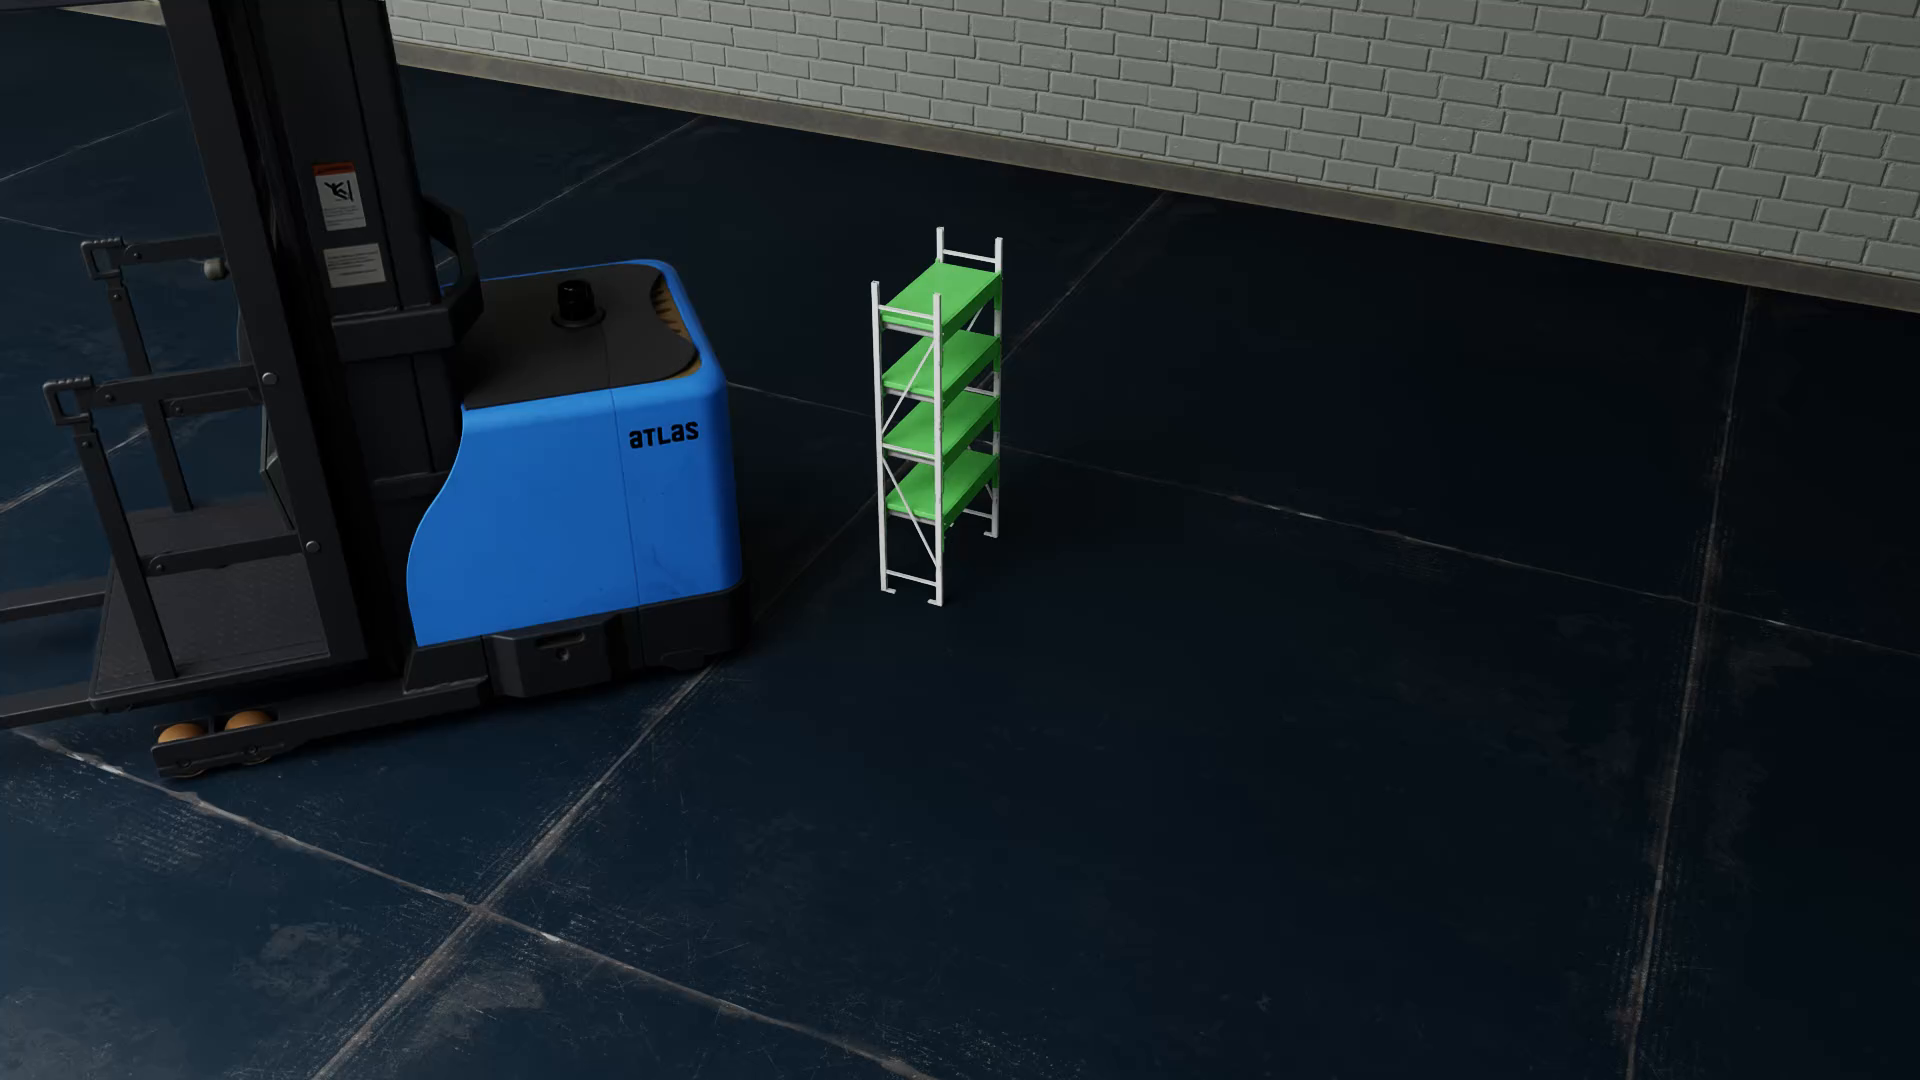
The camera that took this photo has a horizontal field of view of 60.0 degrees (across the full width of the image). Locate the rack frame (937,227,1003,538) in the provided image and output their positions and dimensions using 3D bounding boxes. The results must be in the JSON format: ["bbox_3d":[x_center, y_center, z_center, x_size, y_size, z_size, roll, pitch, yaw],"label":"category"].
[{"bbox_3d":[0.033,-0.541,5.981,0.240,1.200,0.015,14,36,20],"label":"rack frame"}]

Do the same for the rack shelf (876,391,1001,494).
[{"bbox_3d":[-0.069,-0.366,5.830,0.258,0.148,0.480,14,36,20],"label":"rack shelf"}]

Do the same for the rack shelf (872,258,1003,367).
[{"bbox_3d":[-0.069,-0.767,5.567,0.258,0.148,0.480,14,36,20],"label":"rack shelf"}]

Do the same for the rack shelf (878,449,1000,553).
[{"bbox_3d":[-0.069,-0.165,5.962,0.258,0.148,0.480,14,36,20],"label":"rack shelf"}]

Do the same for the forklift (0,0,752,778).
[{"bbox_3d":[-2.279,-0.818,4.825,3.031,2.935,1.130,-10,35,-15],"label":"forklift"}]

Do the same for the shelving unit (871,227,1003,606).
[{"bbox_3d":[-0.069,-0.419,5.795,0.258,1.200,0.503,14,36,20],"label":"shelving unit"}]

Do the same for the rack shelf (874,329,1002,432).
[{"bbox_3d":[-0.069,-0.567,5.699,0.258,0.148,0.480,14,36,20],"label":"rack shelf"}]

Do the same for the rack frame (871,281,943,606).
[{"bbox_3d":[-0.171,-0.298,5.610,0.240,1.200,0.015,14,36,20],"label":"rack frame"}]
